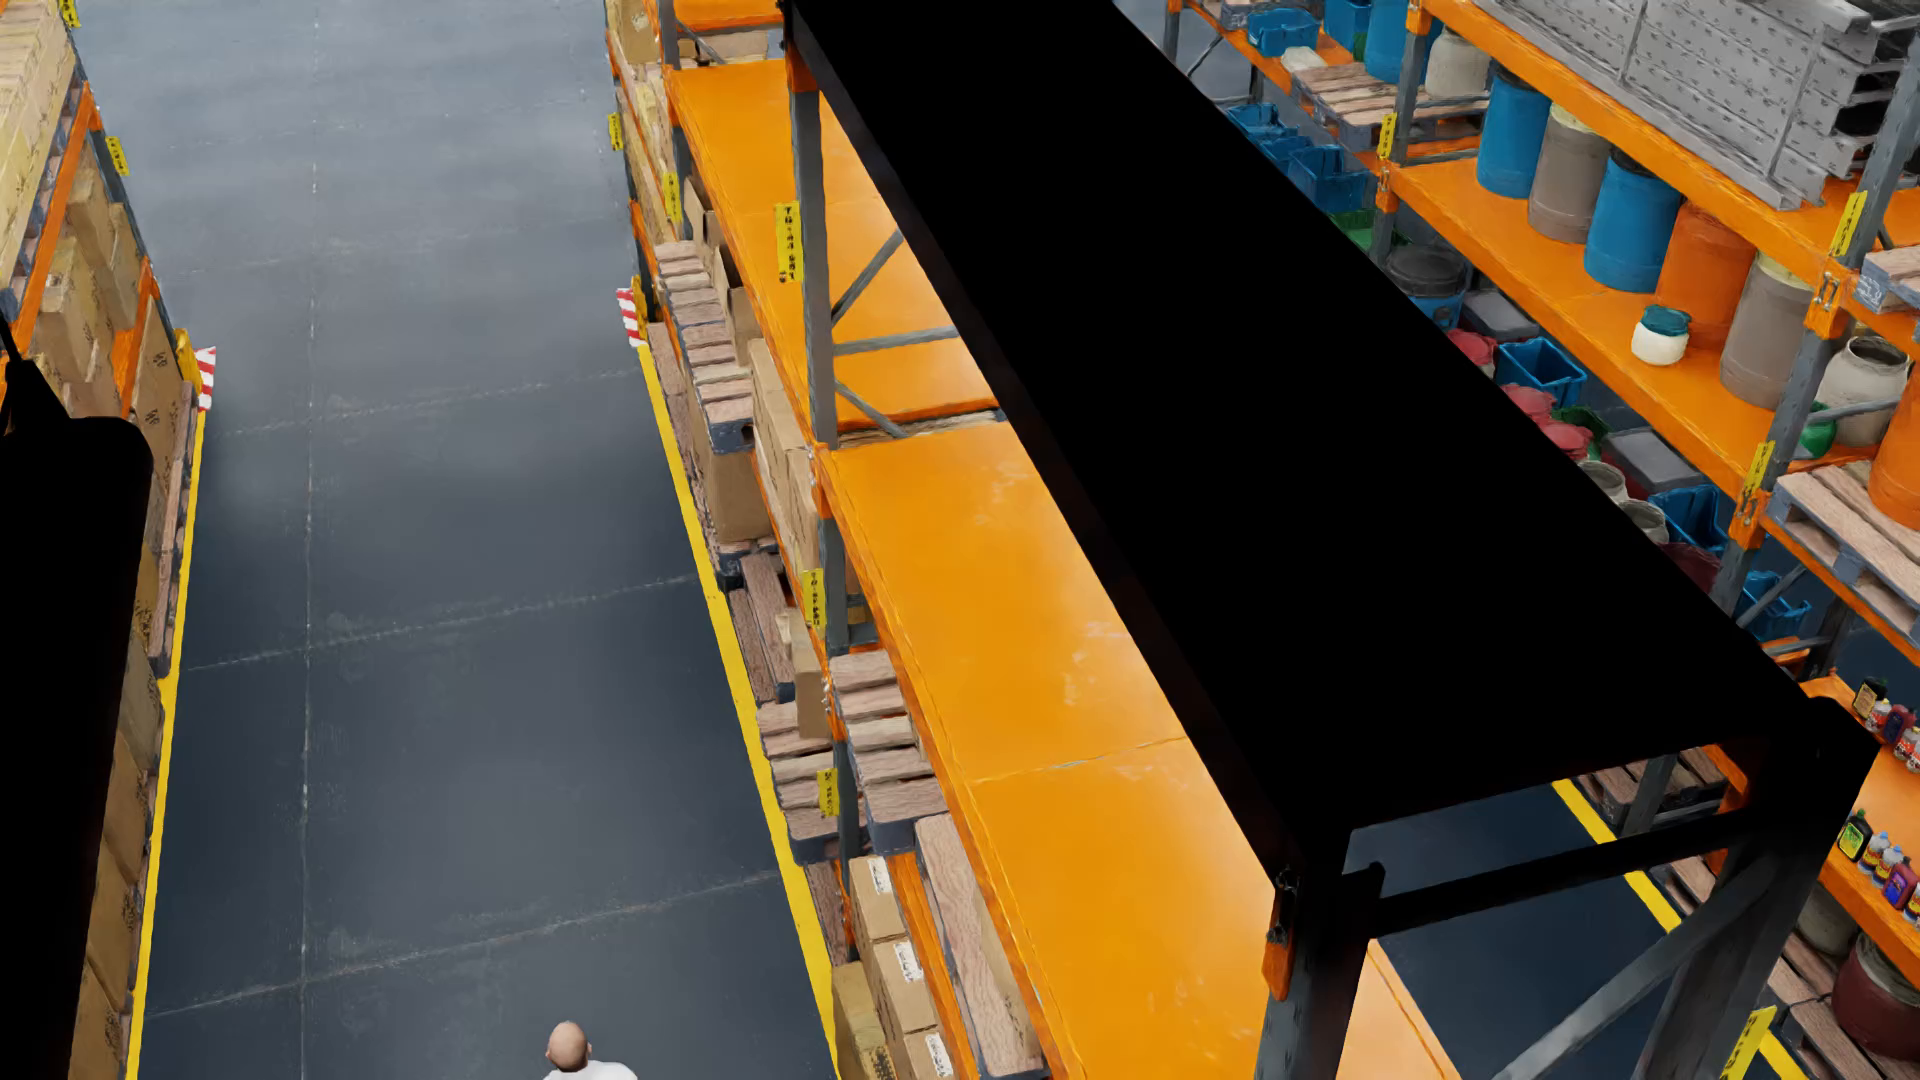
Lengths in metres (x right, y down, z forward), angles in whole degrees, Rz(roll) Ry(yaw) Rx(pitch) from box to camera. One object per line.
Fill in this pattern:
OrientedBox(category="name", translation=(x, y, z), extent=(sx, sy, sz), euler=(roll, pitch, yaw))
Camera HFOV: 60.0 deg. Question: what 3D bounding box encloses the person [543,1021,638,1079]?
OrientedBox(category="person", translation=(-1.726, 2.861, 7.818), extent=(0.598, 1.698, 1.194), euler=(-9, 39, -11))
